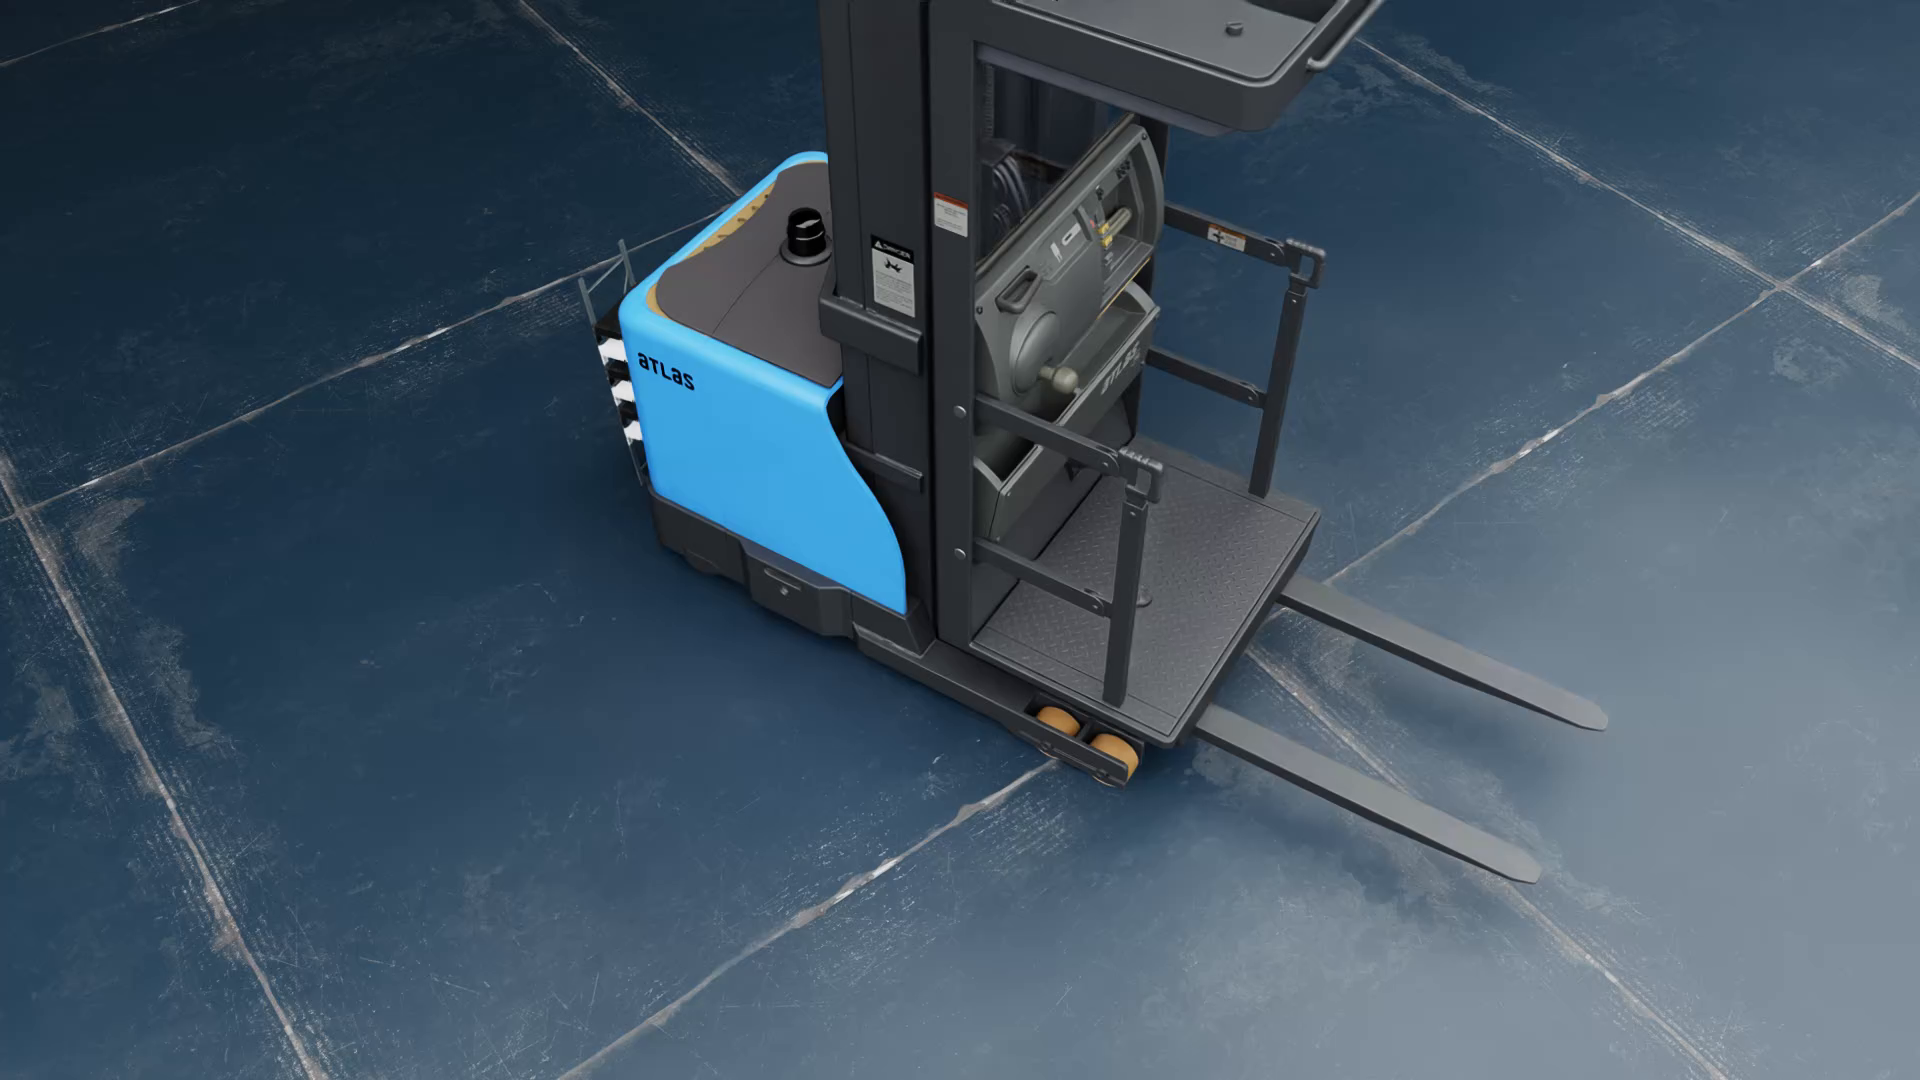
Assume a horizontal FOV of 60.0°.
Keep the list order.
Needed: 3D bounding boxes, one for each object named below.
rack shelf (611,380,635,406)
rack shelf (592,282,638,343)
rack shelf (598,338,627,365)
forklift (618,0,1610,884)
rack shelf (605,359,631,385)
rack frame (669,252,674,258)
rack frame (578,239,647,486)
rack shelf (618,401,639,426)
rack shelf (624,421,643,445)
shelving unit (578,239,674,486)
[{"bbox_3d":[-1.026,-0.537,5.663,0.200,0.077,0.258,17,50,23],"label":"rack shelf"},{"bbox_3d":[-1.050,-0.727,5.472,0.200,0.077,0.258,17,50,23],"label":"rack shelf"},{"bbox_3d":[-1.042,-0.664,5.536,0.200,0.077,0.258,17,50,23],"label":"rack shelf"},{"bbox_3d":[0.483,-0.688,4.396,3.031,2.935,1.130,25,52,21],"label":"forklift"},{"bbox_3d":[-1.034,-0.600,5.599,0.200,0.077,0.258,17,50,23],"label":"rack shelf"},{"bbox_3d":[-0.940,-0.533,5.600,0.006,0.900,0.240,17,50,23],"label":"rack frame"},{"bbox_3d":[-1.119,-0.589,5.678,0.006,0.900,0.240,17,50,23],"label":"rack frame"},{"bbox_3d":[-1.018,-0.474,5.726,0.200,0.077,0.258,17,50,23],"label":"rack shelf"},{"bbox_3d":[-1.010,-0.410,5.790,0.200,0.077,0.258,17,50,23],"label":"rack shelf"},{"bbox_3d":[-1.029,-0.561,5.639,0.210,0.900,0.258,17,50,23],"label":"shelving unit"}]
